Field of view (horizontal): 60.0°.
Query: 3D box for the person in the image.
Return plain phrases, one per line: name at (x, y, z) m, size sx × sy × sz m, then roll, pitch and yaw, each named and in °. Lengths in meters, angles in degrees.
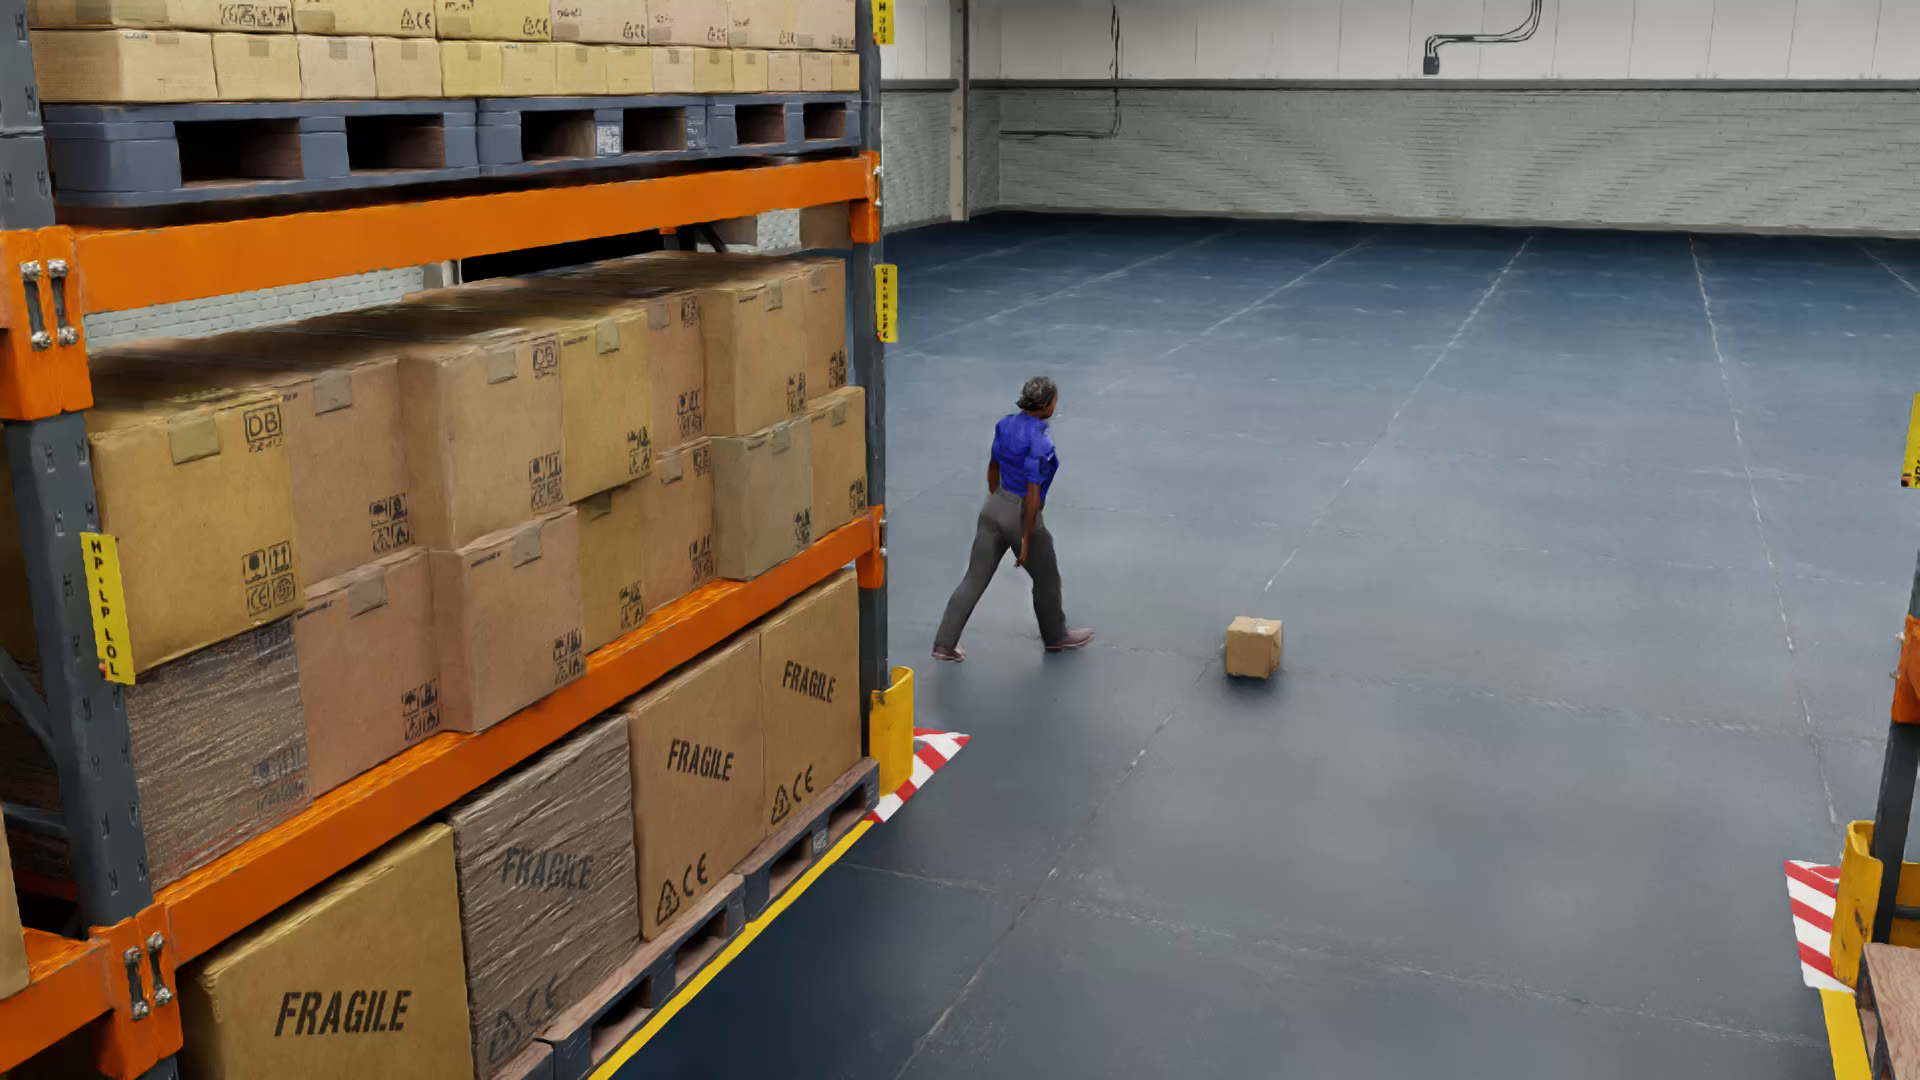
person at (0.301, -0.112, 8.981) m, size 0.998 × 1.595 × 0.552 m, roll -14°, pitch 21°, yaw -41°
